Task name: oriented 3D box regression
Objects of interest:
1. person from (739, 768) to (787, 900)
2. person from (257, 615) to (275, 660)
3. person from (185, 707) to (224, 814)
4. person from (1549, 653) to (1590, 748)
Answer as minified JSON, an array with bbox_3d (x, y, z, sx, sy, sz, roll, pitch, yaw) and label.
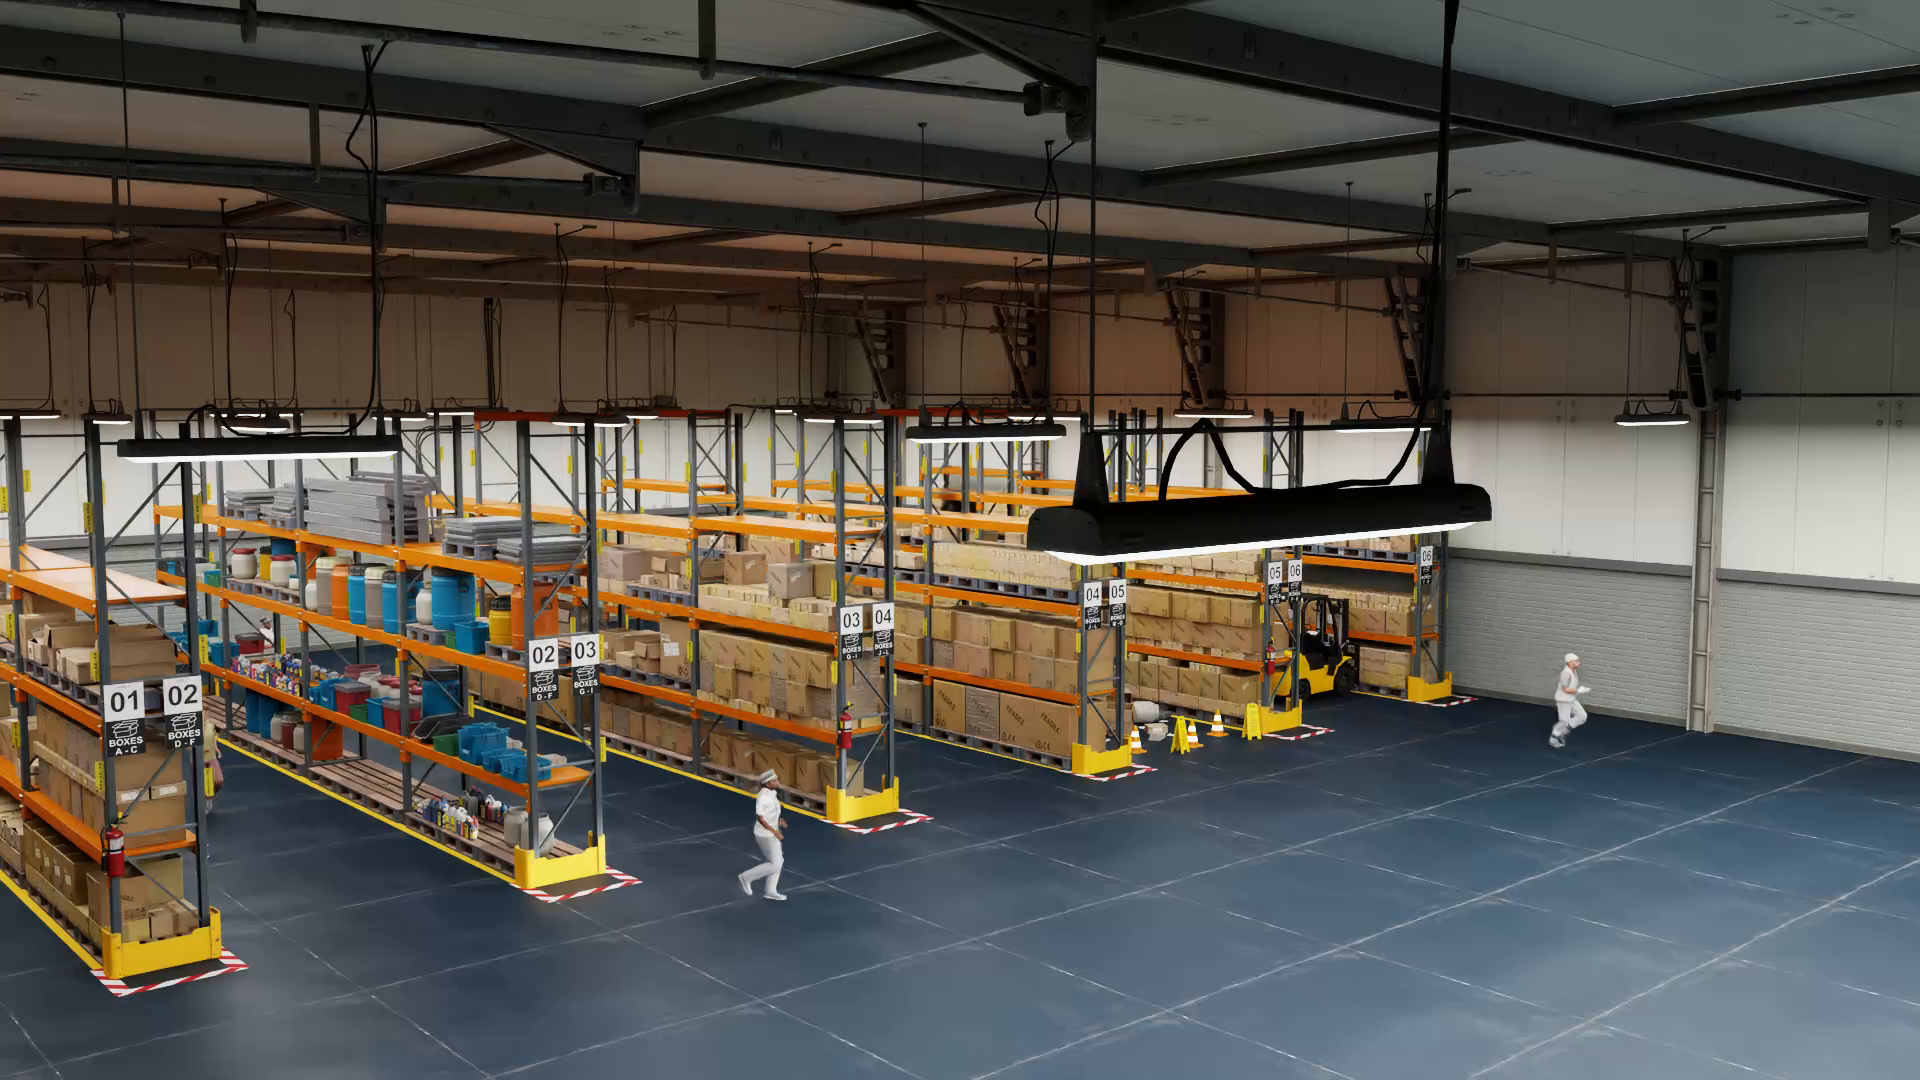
[{"bbox_3d":[-2.466,3.684,20.829,0.613,1.681,0.578,-1,5,-6],"label":"person"},{"bbox_3d":[-14.519,2.411,34.990,0.624,1.685,0.776,1,5,15],"label":"person"},{"bbox_3d":[-11.319,3.322,24.954,0.566,1.625,0.564,4,7,40],"label":"person"},{"bbox_3d":[10.830,2.857,29.523,0.726,1.724,0.704,4,6,38],"label":"person"}]
